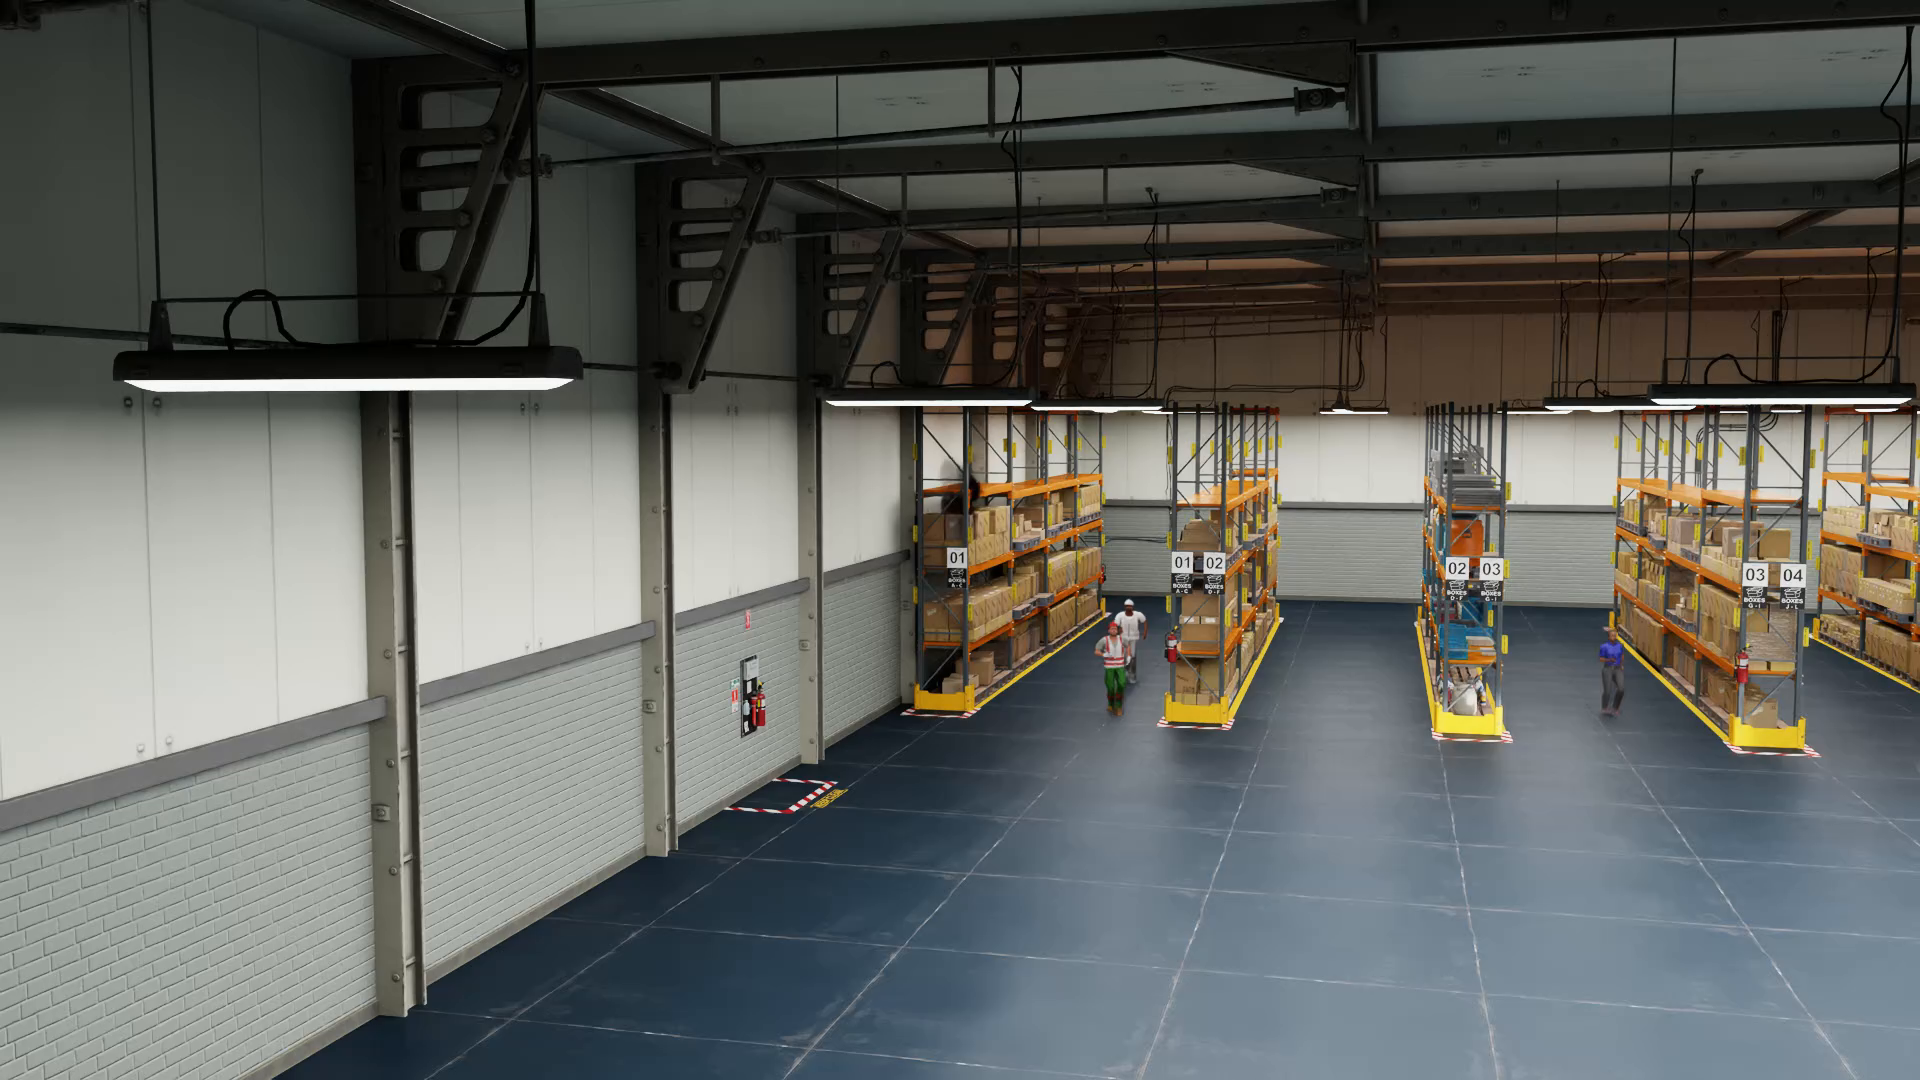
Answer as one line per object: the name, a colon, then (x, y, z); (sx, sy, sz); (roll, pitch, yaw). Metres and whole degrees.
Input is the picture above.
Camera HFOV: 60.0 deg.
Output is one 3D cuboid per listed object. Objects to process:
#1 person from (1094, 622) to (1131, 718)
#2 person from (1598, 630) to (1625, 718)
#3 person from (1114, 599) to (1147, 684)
person: (2.945, 2.474, 31.919); (0.730, 1.814, 0.676); (0, 4, -4)
person: (12.487, 2.566, 31.798); (0.559, 1.672, 0.677); (0, 4, 1)
person: (3.668, 2.198, 35.994); (0.724, 1.847, 0.757); (1, 4, 12)
